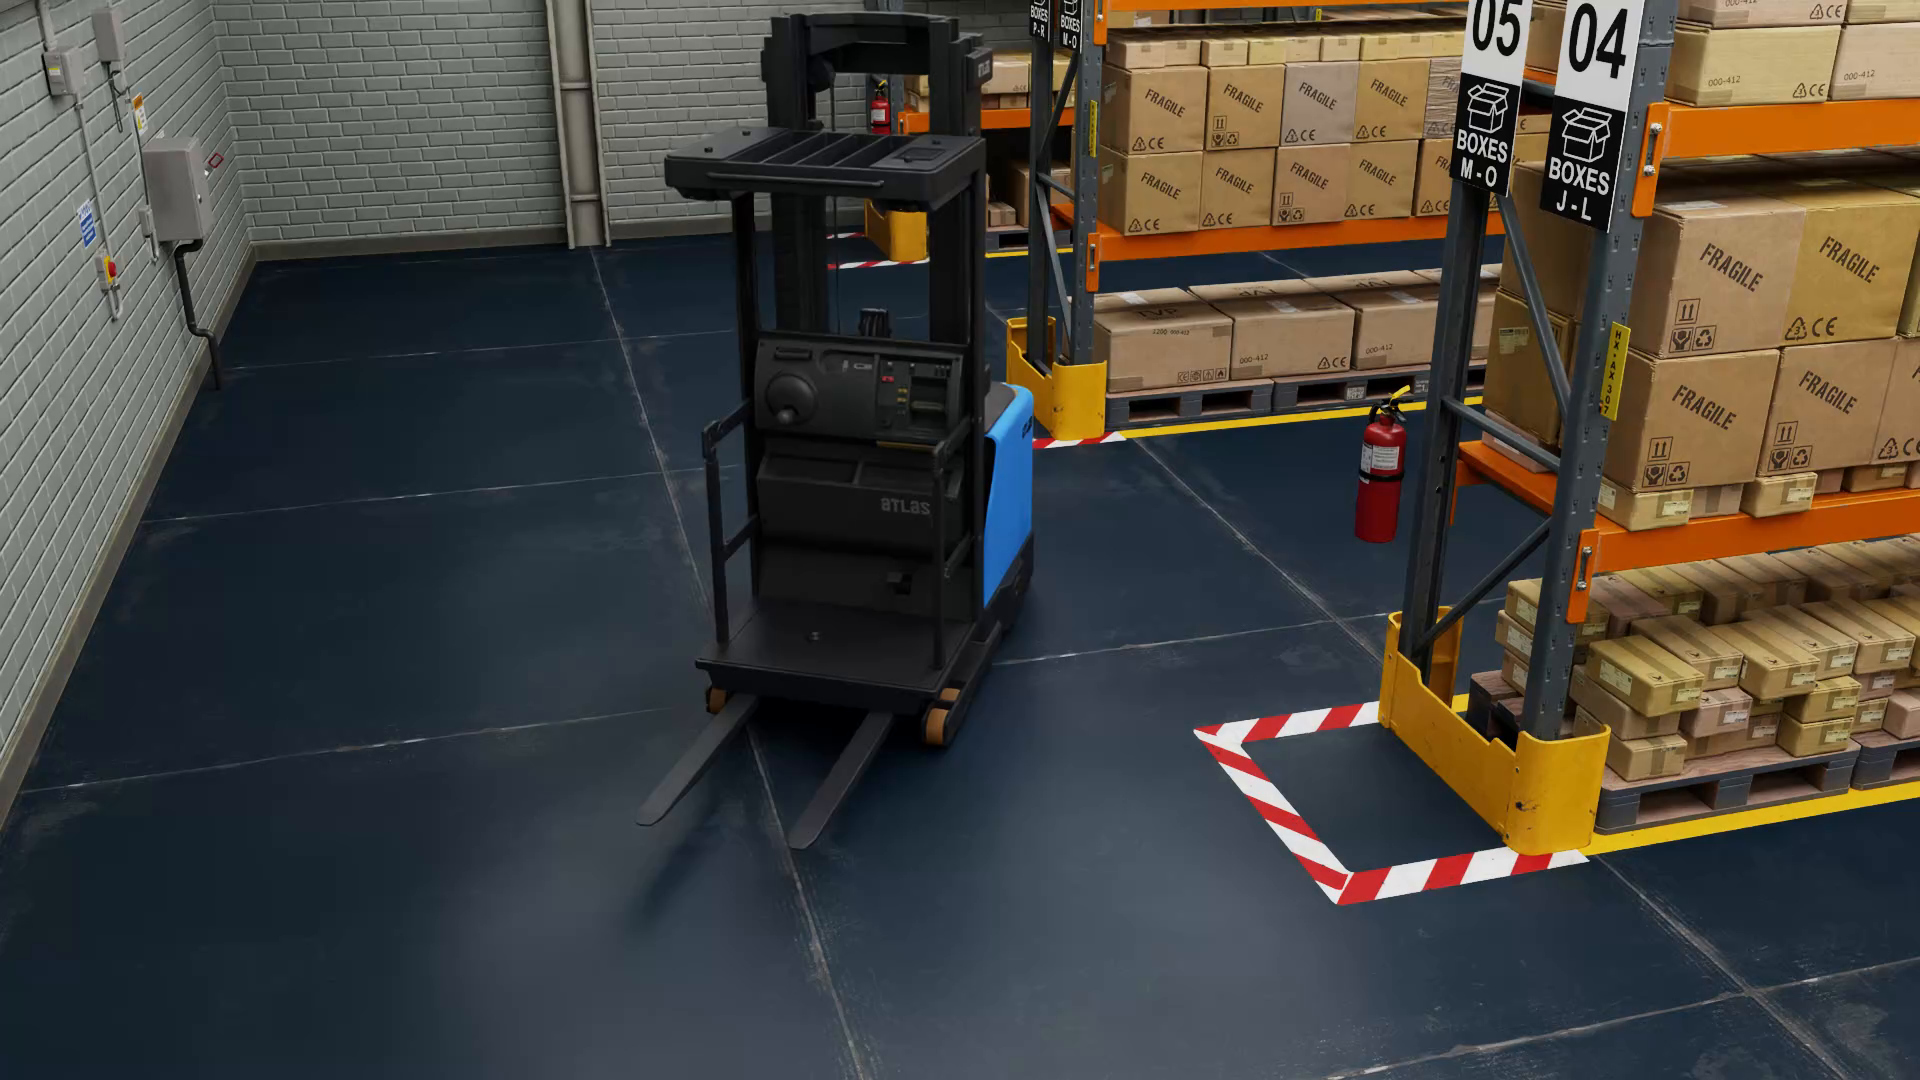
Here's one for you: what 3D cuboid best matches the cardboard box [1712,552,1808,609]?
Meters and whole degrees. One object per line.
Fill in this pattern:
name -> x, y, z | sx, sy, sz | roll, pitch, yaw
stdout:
cardboard box -> 3.514, 0.172, 7.374 | 0.250, 0.149, 0.380 | -5, 24, -12

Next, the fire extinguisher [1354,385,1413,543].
fire extinguisher -> 1.723, -0.327, 6.779 | 0.183, 0.674, 0.296 | -6, 24, -14

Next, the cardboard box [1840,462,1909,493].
cardboard box -> 3.479, -0.330, 6.535 | 0.250, 0.149, 0.380 | -7, 24, -15

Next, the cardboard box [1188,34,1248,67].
cardboard box -> 1.587, -3.029, 10.289 | 0.250, 0.149, 0.380 | -6, 24, -13

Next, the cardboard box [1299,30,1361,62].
cardboard box -> 2.326, -3.123, 10.506 | 0.250, 0.149, 0.380 | -6, 24, -14

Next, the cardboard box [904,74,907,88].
cardboard box -> -0.317, -4.356, 15.410 | 0.500, 0.250, 0.500 | -6, 24, -13

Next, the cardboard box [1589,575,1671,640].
cardboard box -> 2.789, 0.301, 7.074 | 0.250, 0.149, 0.380 | -6, 24, -13

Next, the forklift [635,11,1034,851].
forklift -> -0.496, -0.625, 6.989 | 1.130, 2.935, 3.031 | 6, 24, 14

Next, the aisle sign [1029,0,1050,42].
aisle sign -> 0.503, -3.559, 10.443 | 0.004, 0.787, 0.394 | -6, 24, -14

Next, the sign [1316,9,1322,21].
sign -> 3.317, -4.757, 15.434 | 0.005, 0.325, 0.100 | -6, 24, -14

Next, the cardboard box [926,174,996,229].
cardboard box -> -0.074, -3.213, 15.568 | 0.637, 0.503, 0.797 | -7, 24, -16

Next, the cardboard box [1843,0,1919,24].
cardboard box -> 3.086, -1.929, 5.693 | 0.500, 0.250, 0.500 | -7, 24, -15

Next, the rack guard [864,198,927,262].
rack guard -> -0.615, -2.997, 15.602 | 0.348, 0.500, 1.175 | -6, 24, -14

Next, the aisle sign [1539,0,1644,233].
aisle sign -> 2.101, -1.458, 5.548 | 0.004, 0.787, 0.394 | -6, 24, -14

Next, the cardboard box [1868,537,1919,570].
cardboard box -> 4.291, 0.136, 7.458 | 0.250, 0.149, 0.380 | -7, 24, -17

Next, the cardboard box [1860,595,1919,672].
cardboard box -> 3.949, 0.384, 6.880 | 0.250, 0.149, 0.380 | -6, 24, -14

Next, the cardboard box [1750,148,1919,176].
cardboard box -> 3.450, -1.284, 6.665 | 0.500, 0.500, 0.500 | -5, 24, -12

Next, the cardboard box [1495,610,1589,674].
cardboard box -> 2.522, 0.430, 7.149 | 0.250, 0.149, 0.380 | -7, 24, -16

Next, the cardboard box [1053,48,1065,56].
cardboard box -> 1.161, -4.517, 15.785 | 0.500, 0.250, 0.500 | -6, 24, -14

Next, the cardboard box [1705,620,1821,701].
cardboard box -> 3.197, 0.478, 6.660 | 0.250, 0.149, 0.380 | -6, 24, -15

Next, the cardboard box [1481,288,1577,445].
cardboard box -> 2.454, -0.714, 6.605 | 0.500, 0.500, 0.500 | -6, 24, -13

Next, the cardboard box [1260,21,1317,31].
cardboard box -> 2.161, -3.329, 10.986 | 0.250, 0.149, 0.380 | -6, 24, -13

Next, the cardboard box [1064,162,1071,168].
cardboard box -> 1.296, -3.306, 15.789 | 0.500, 0.500, 0.500 | -6, 24, -13

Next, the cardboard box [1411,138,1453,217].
cardboard box -> 3.156, -2.464, 11.061 | 0.500, 0.500, 0.500 | -7, 24, -15

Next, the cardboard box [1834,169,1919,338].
cardboard box -> 3.586, -1.078, 6.186 | 0.500, 0.500, 0.500 | -7, 24, -16

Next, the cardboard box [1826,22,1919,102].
cardboard box -> 3.100, -1.700, 5.795 | 0.500, 0.250, 0.500 | -6, 24, -13

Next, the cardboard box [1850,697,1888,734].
cardboard box -> 3.644, 0.660, 6.990 | 0.250, 0.149, 0.380 | -6, 24, -14

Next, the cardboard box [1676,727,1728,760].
cardboard box -> 2.911, 0.738, 6.808 | 0.250, 0.149, 0.380 | -6, 24, -15

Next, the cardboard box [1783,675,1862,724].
cardboard box -> 3.431, 0.583, 6.793 | 0.250, 0.149, 0.380 | -6, 24, -13

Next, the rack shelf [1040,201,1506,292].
rack shelf -> 2.582, -2.136, 11.337 | 4.000, 0.370, 1.077 | -6, 24, -14

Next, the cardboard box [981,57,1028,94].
cardboard box -> 0.307, -4.206, 15.061 | 0.500, 0.250, 0.500 | -6, 24, -14

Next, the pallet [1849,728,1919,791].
pallet -> 4.128, 0.686, 7.383 | 1.213, 0.211, 1.003 | -6, 24, -14

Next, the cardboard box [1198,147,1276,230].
cardboard box -> 1.675, -2.307, 10.695 | 0.500, 0.500, 0.500 | -7, 24, -15

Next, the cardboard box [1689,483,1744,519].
cardboard box -> 2.725, -0.223, 6.284 | 0.250, 0.149, 0.380 | -5, 24, -12

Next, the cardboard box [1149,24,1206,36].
cardboard box -> 1.411, -3.267, 10.843 | 0.250, 0.149, 0.380 | -7, 24, -15

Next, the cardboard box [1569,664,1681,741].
cardboard box -> 2.664, 0.637, 6.668 | 0.250, 0.149, 0.380 | -5, 24, -12

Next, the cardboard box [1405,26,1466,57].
cardboard box -> 3.049, -3.218, 10.728 | 0.250, 0.149, 0.380 | -7, 24, -15

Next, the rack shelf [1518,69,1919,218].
rack shelf -> 4.016, -1.646, 6.391 | 4.000, 0.370, 1.077 | -6, 24, -14

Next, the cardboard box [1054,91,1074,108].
cardboard box -> 0.956, -4.072, 15.254 | 0.250, 0.149, 0.380 | -7, 24, -16

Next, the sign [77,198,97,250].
sign -> -4.813, -1.744, 9.167 | 0.001, 0.218, 0.327 | -6, 24, -14

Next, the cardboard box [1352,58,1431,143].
cardboard box -> 2.664, -2.871, 10.743 | 0.500, 0.500, 0.500 | -6, 24, -14

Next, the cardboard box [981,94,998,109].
cardboard box -> 0.178, -4.039, 15.179 | 0.250, 0.149, 0.380 | -7, 24, -15

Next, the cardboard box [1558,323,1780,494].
cardboard box -> 2.597, -0.511, 6.133 | 0.500, 0.500, 0.500 | -5, 24, -12

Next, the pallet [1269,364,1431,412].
pallet -> 2.577, -1.216, 11.816 | 1.213, 0.211, 1.003 | -6, 24, -14

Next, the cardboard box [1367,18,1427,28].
cardboard box -> 2.917, -3.393, 11.137 | 0.250, 0.149, 0.380 | -6, 24, -15

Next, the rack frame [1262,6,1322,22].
rack frame -> 3.163, -4.564, 16.083 | 0.127, 3.000, 1.000 | -6, 24, -14

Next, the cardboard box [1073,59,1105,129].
cardboard box -> 1.056, -2.901, 10.813 | 0.500, 0.500, 0.500 | -6, 24, -13

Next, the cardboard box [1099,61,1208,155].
cardboard box -> 1.195, -2.702, 10.349 | 0.500, 0.500, 0.500 | -7, 24, -16

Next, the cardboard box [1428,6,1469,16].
cardboard box -> 4.943, -4.908, 16.226 | 0.500, 0.500, 0.700 | -6, 24, -15

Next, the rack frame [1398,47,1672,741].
rack frame -> 2.091, -0.385, 6.344 | 0.127, 3.000, 1.000 | -6, 24, -14

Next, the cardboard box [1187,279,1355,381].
cardboard box -> 2.143, -1.479, 11.608 | 0.875, 0.438, 0.875 | -6, 24, -13

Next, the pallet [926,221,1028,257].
pallet -> 0.152, -2.950, 15.858 | 1.213, 0.211, 1.003 | -6, 24, -14
